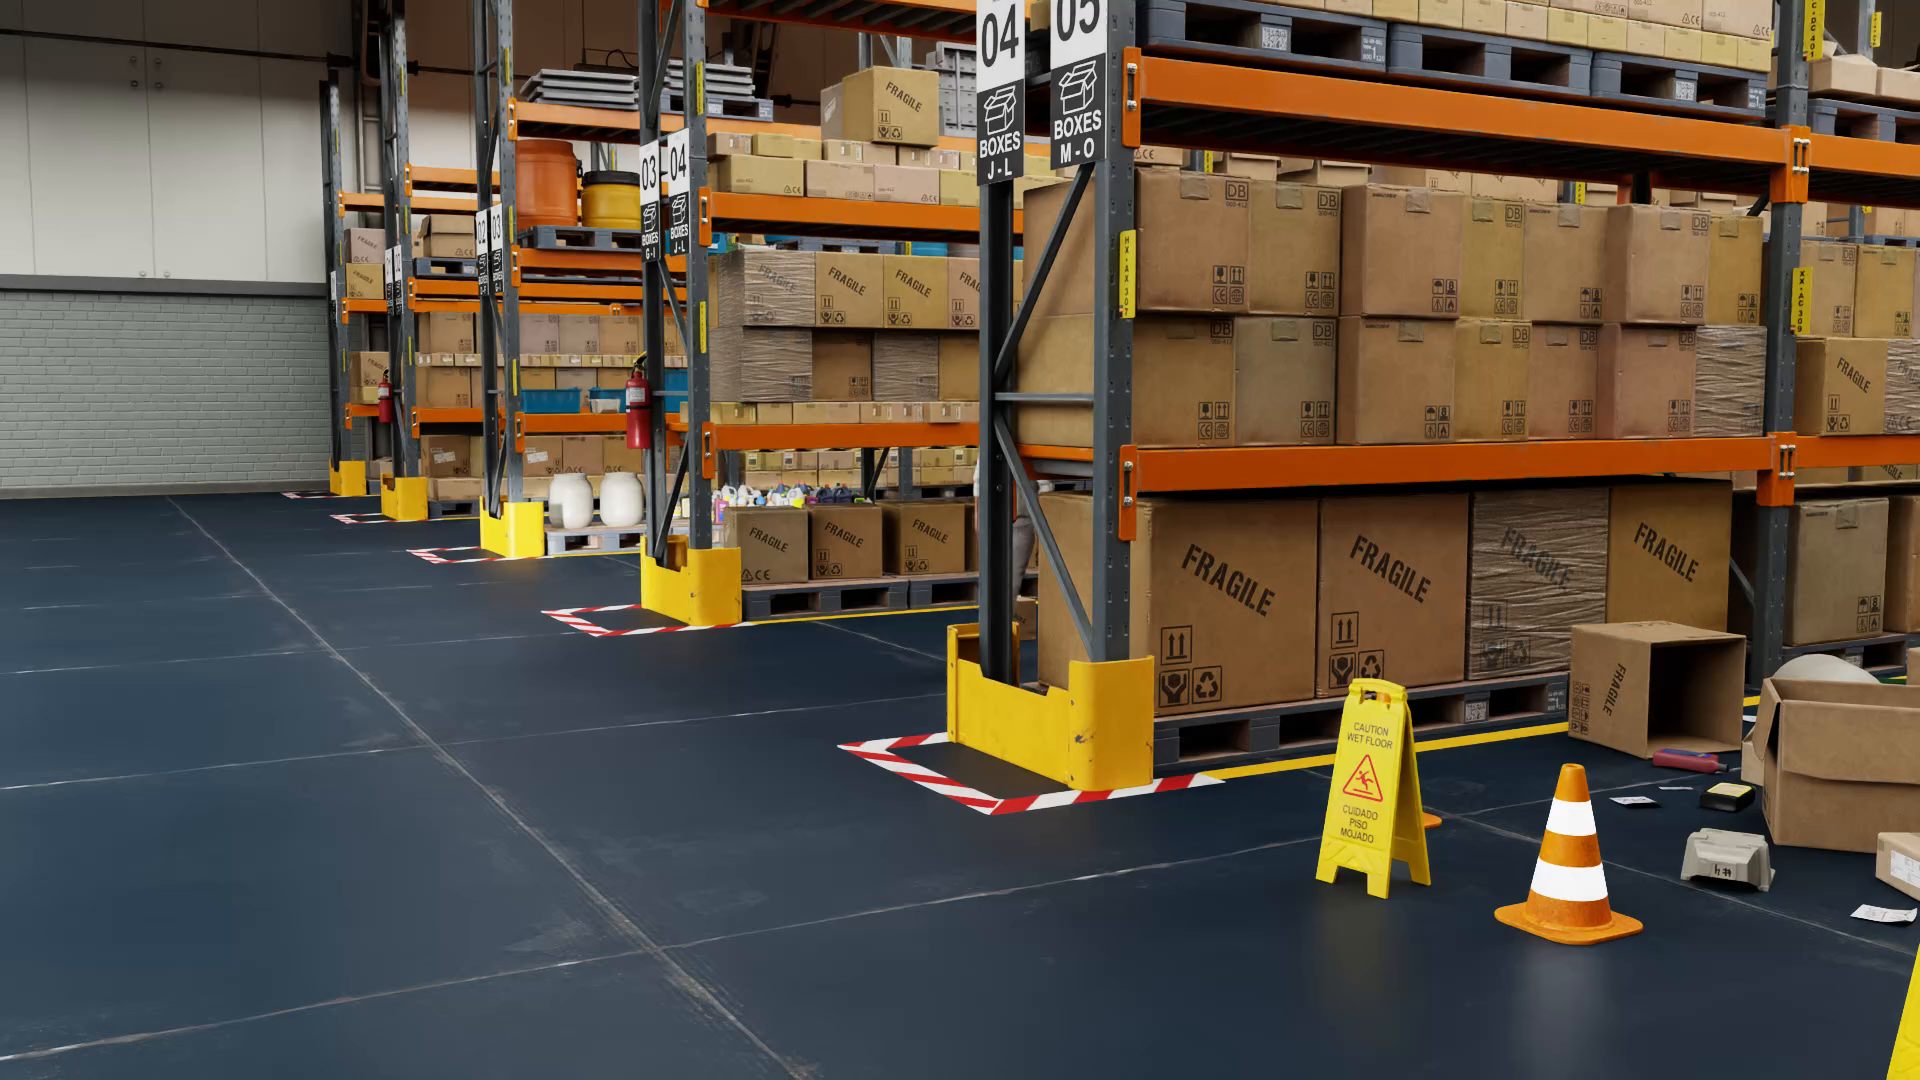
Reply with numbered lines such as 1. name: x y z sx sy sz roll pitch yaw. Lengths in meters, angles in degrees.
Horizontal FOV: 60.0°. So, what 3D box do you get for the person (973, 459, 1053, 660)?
1. person: 0.275 -0.073 9.216 0.434 1.627 0.502 2 6 21
